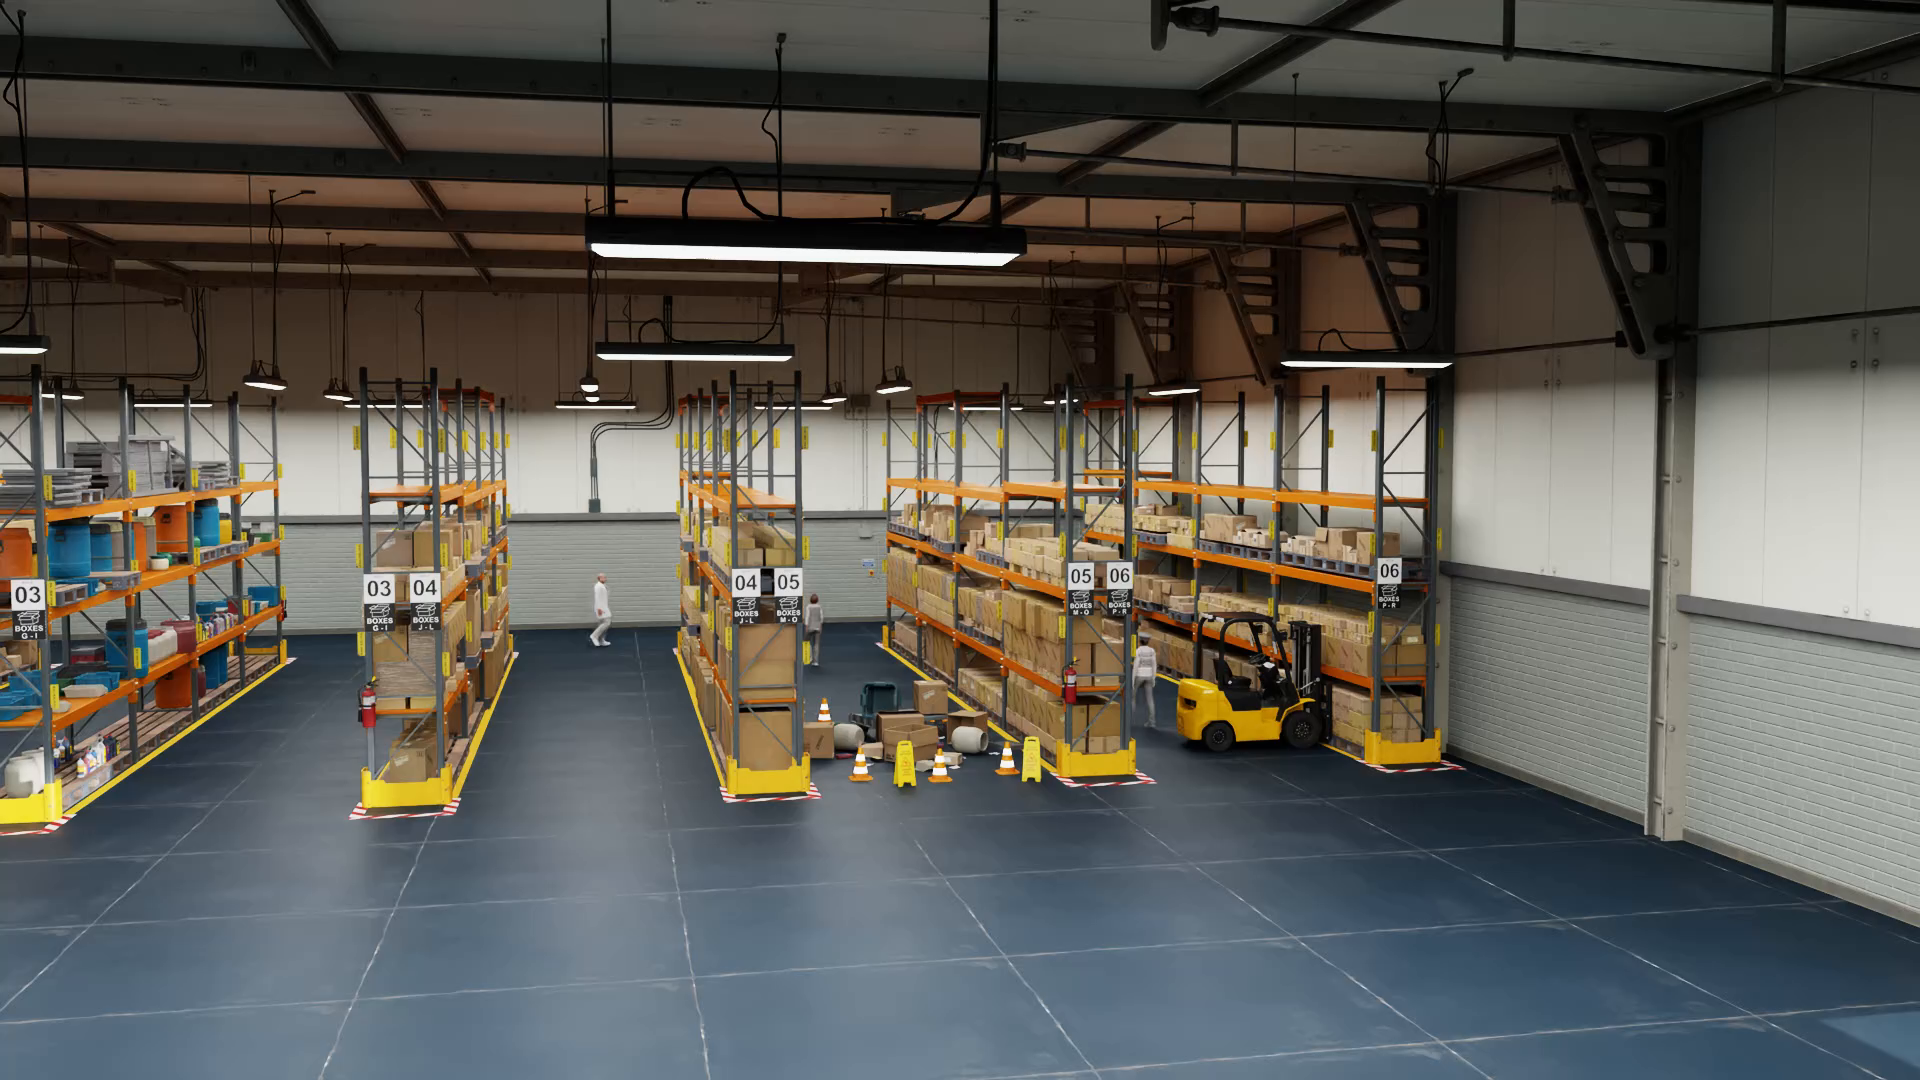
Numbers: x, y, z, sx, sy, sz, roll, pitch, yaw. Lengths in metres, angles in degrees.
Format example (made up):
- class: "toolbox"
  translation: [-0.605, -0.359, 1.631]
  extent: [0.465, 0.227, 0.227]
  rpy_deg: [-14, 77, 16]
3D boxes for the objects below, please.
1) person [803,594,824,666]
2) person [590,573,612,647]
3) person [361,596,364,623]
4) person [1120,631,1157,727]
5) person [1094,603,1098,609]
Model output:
- class: "person"
  translation: [-3.249, 2.005, 37.001]
  extent: [0.452, 1.621, 0.428]
  rpy_deg: [-1, 4, -17]
- class: "person"
  translation: [-8.731, 1.688, 40.434]
  extent: [0.534, 1.777, 0.606]
  rpy_deg: [0, 3, -8]
- class: "person"
  translation: [-14.012, 1.830, 39.564]
  extent: [0.435, 1.612, 1.082]
  rpy_deg: [-1, 4, -15]
- class: "person"
  translation: [3.187, 2.437, 29.160]
  extent: [0.571, 1.665, 0.769]
  rpy_deg: [-1, 4, -16]
- class: "person"
  translation: [2.698, 2.007, 34.115]
  extent: [0.466, 1.474, 0.715]
  rpy_deg: [-1, 4, -23]
